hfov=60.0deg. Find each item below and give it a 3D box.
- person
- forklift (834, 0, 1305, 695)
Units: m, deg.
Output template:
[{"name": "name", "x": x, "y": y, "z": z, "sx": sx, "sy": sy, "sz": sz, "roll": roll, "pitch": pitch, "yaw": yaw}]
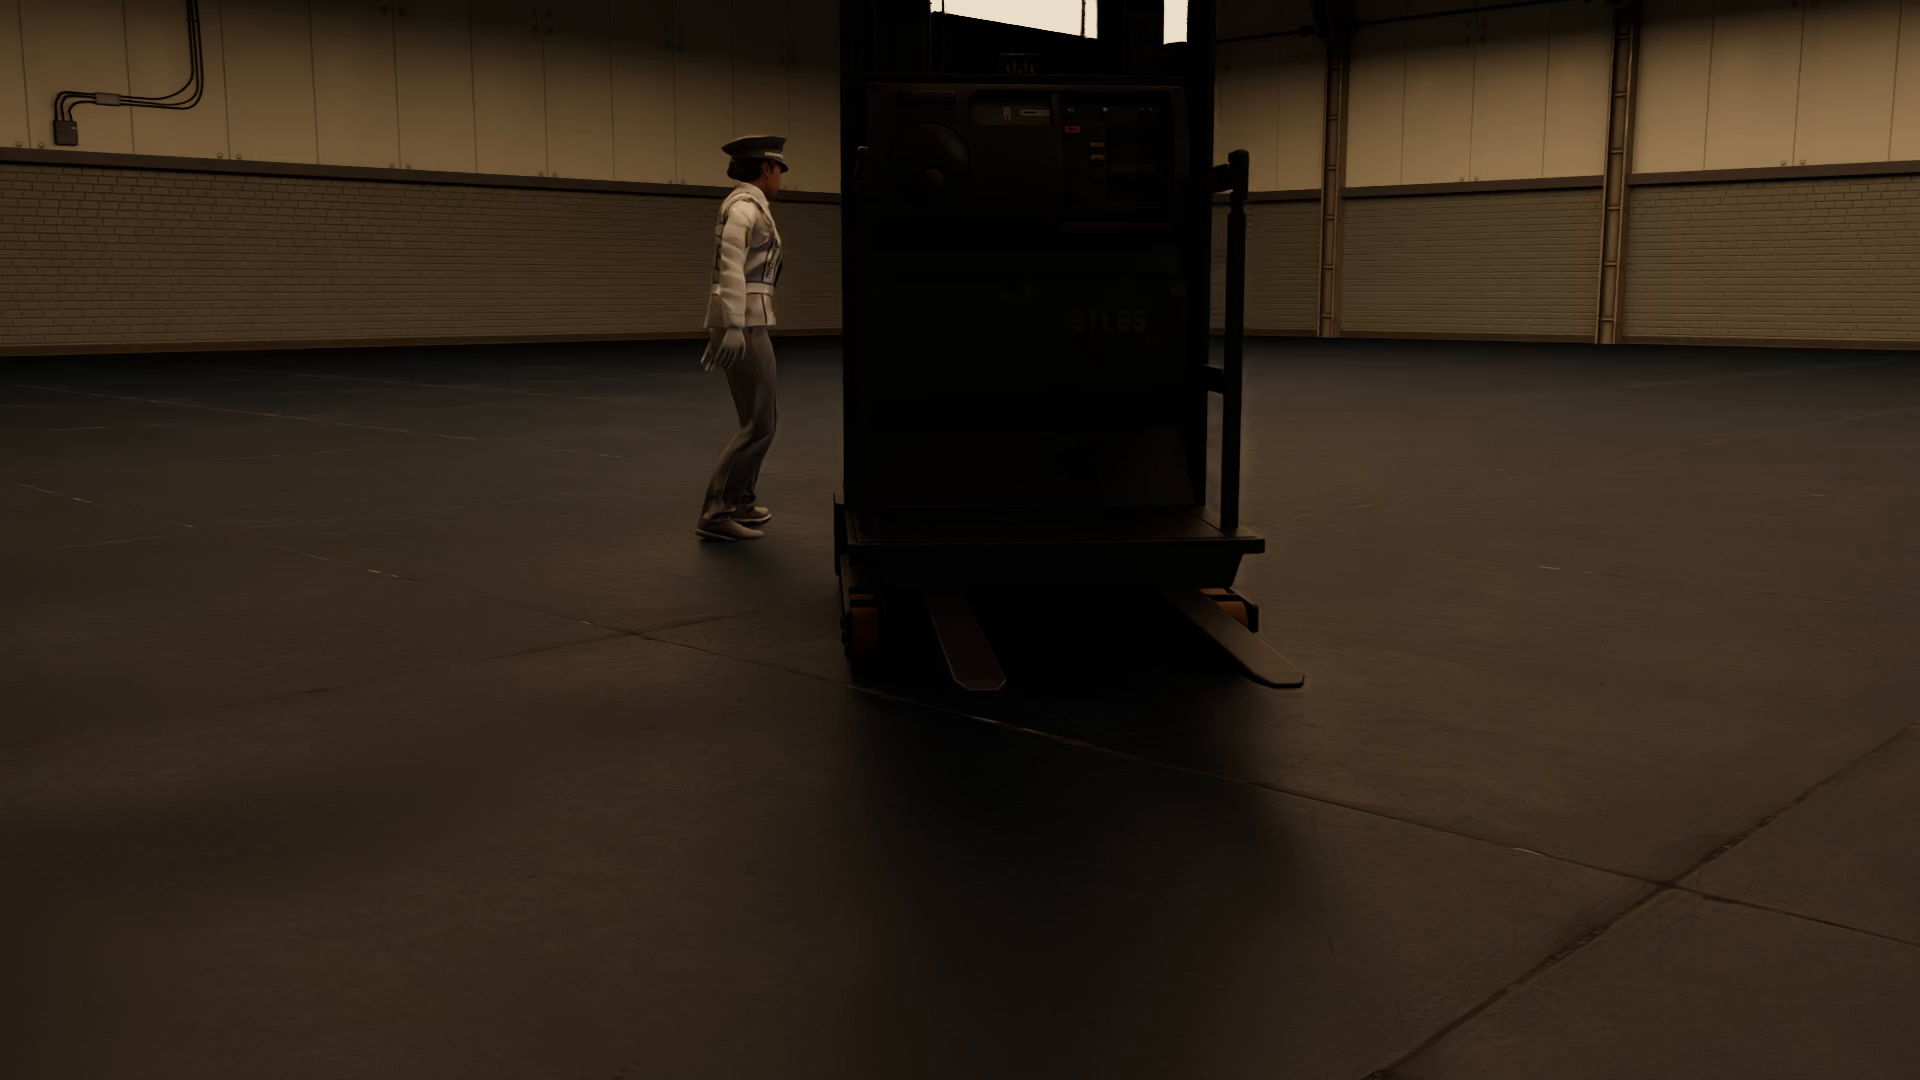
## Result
[{"name": "person", "x": -0.893, "y": -0.819, "z": 6.788, "sx": 0.413, "sy": 1.640, "sz": 0.806, "roll": -2, "pitch": 9, "yaw": -11}, {"name": "forklift", "x": 0.217, "y": -1.161, "z": 4.585, "sx": 1.130, "sy": 2.935, "sz": 3.031, "roll": -1, "pitch": 9, "yaw": -5}]
